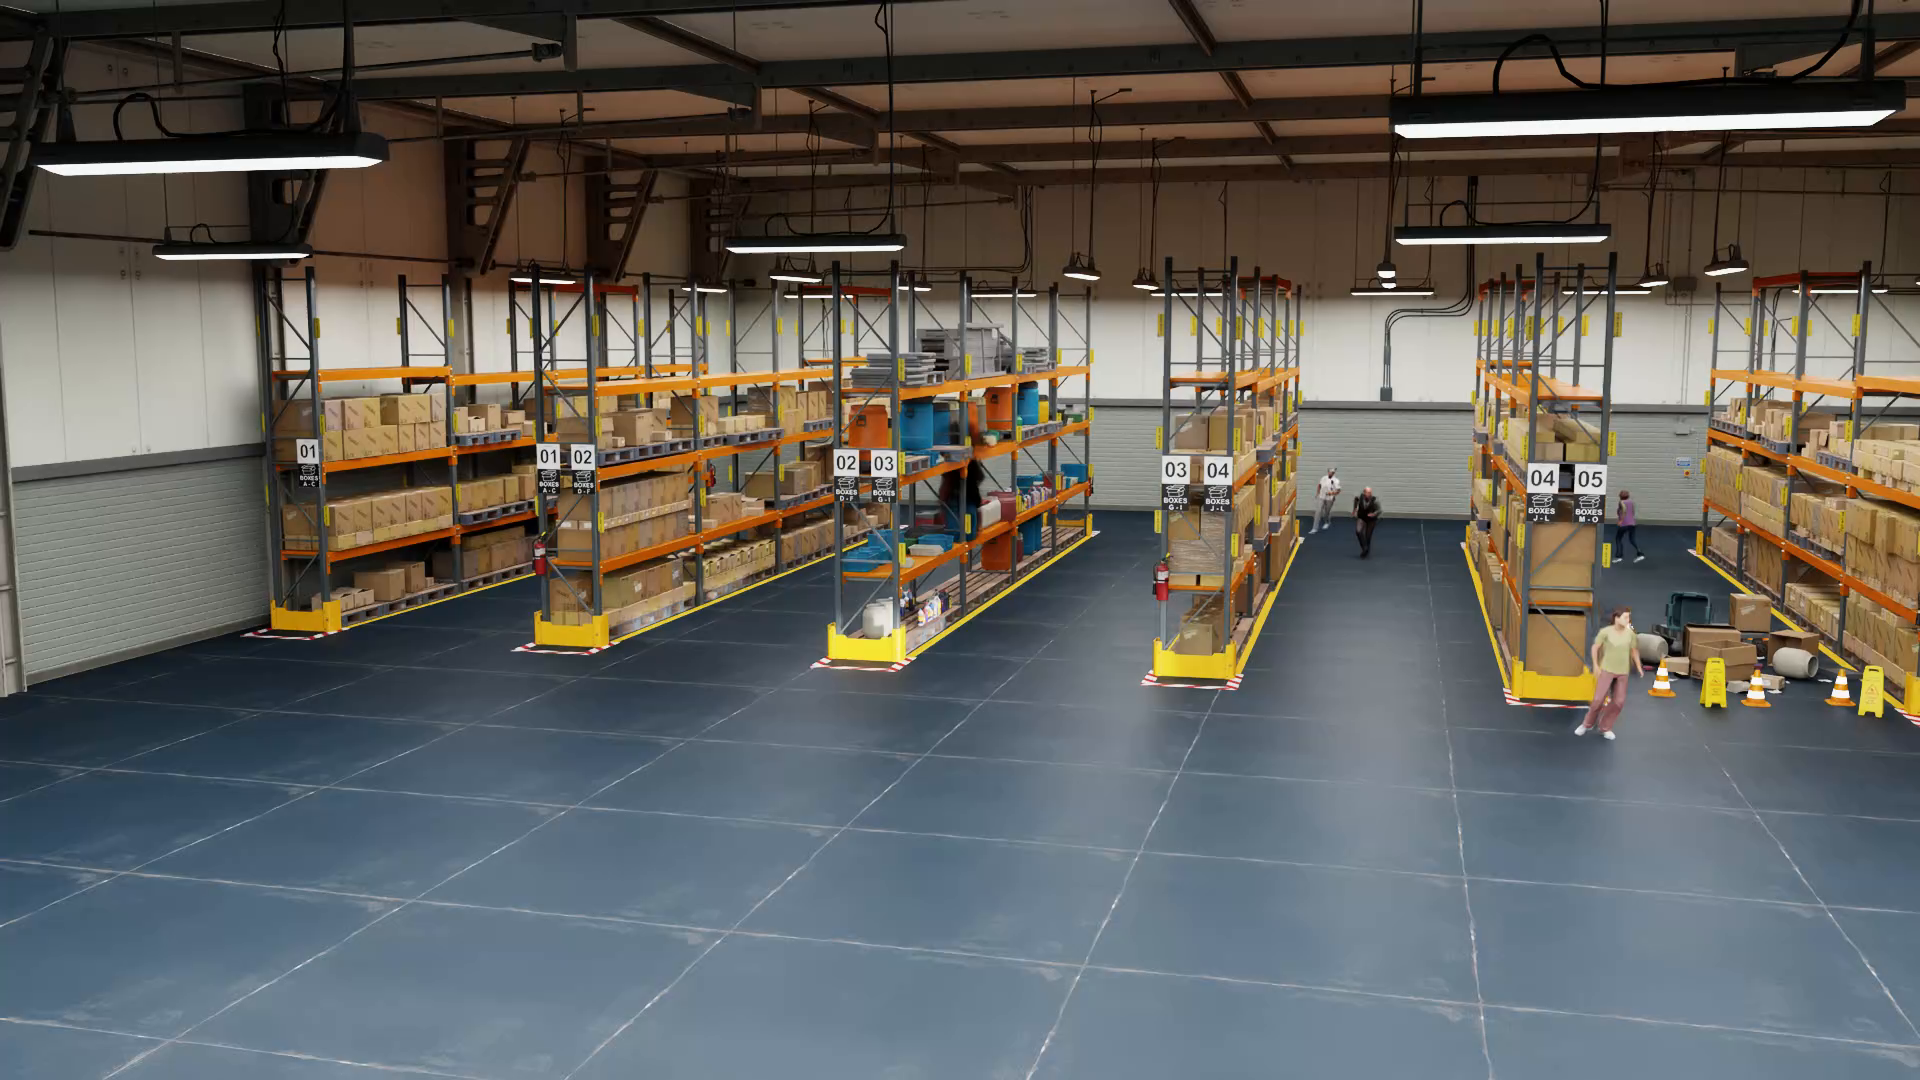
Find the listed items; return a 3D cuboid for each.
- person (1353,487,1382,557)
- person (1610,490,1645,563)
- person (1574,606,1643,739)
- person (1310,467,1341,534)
[{"bbox_3d":[8.995,-0.431,36.698,0.681,1.549,1.091,3,8,21],"label":"person"},{"bbox_3d":[14.269,-0.265,35.479,0.531,1.551,0.898,-2,8,-18],"label":"person"},{"bbox_3d":[7.928,1.632,20.299,0.713,1.663,0.542,-1,7,-7],"label":"person"},{"bbox_3d":[9.029,-0.997,40.804,0.624,1.645,0.874,4,8,30],"label":"person"}]
